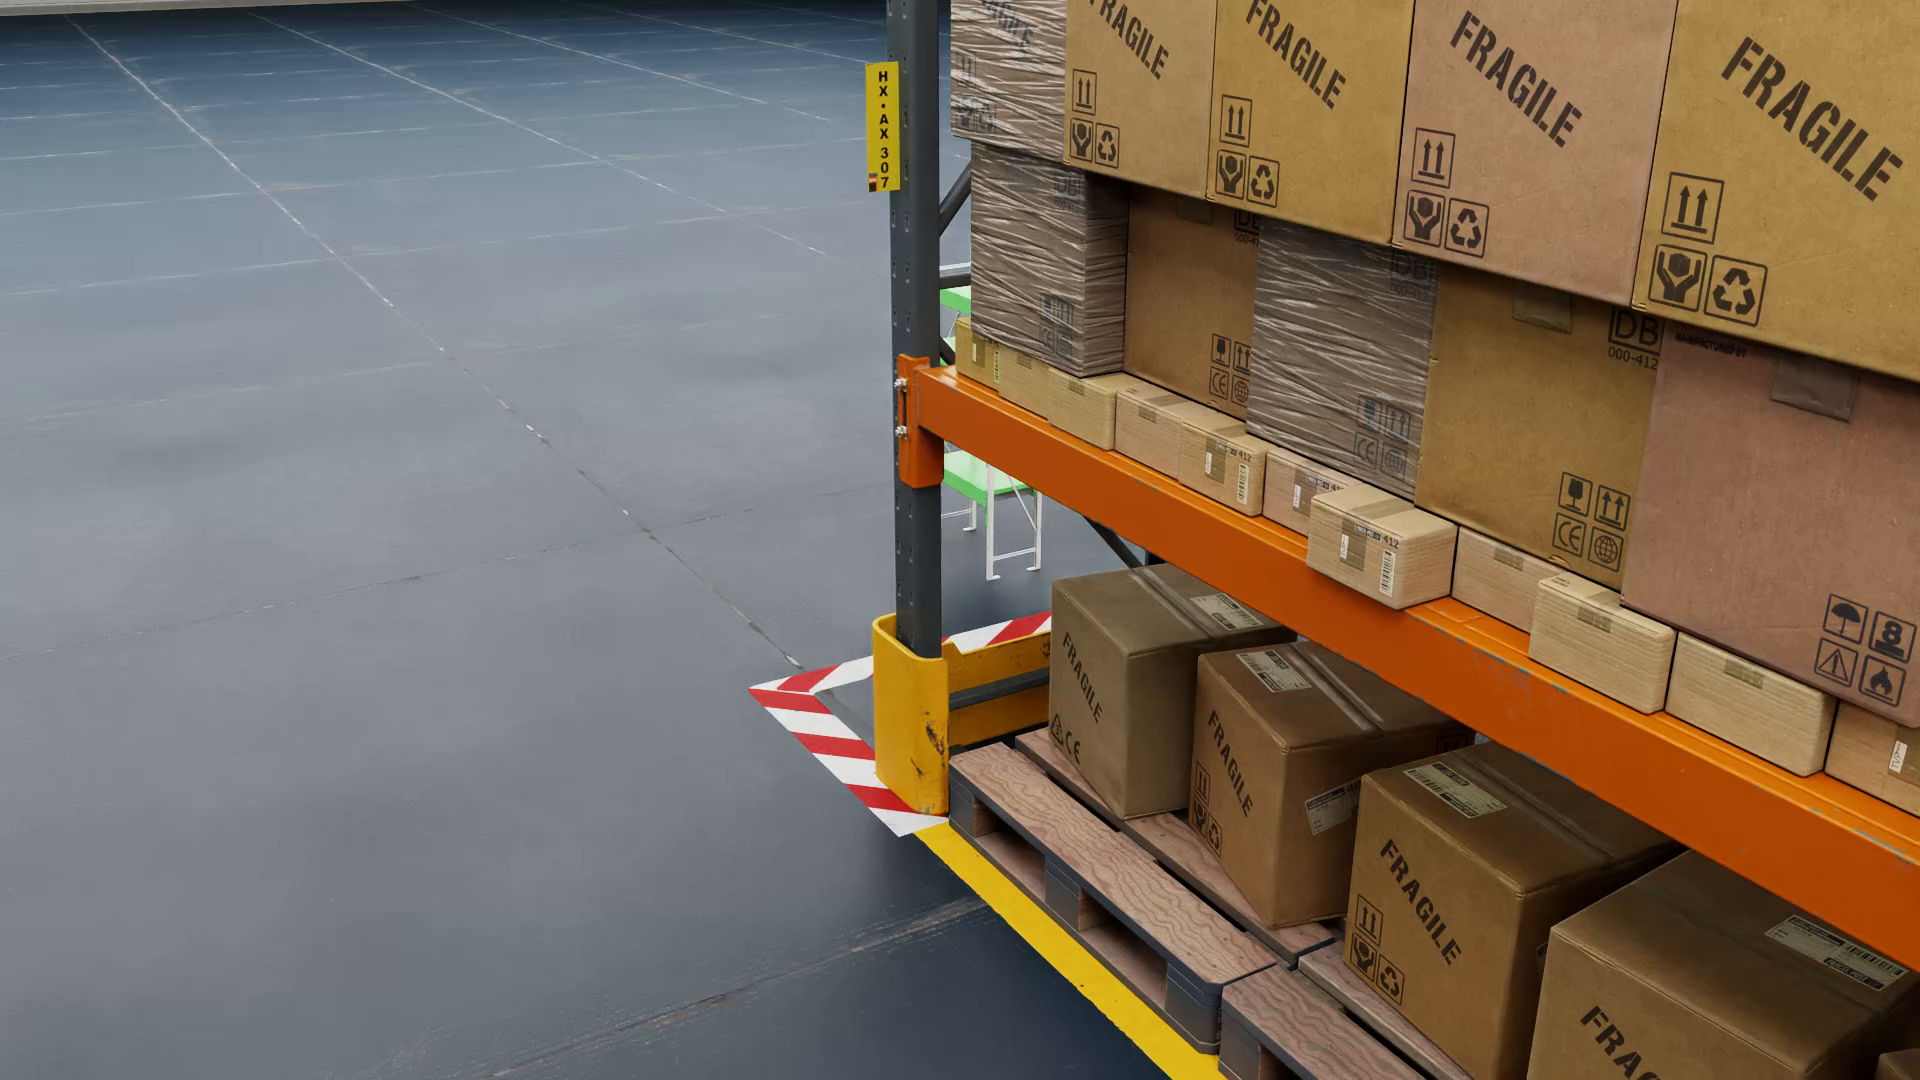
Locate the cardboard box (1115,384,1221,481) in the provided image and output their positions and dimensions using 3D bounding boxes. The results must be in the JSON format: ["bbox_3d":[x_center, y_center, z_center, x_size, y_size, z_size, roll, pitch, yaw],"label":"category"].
[{"bbox_3d":[0.583,-0.271,3.829,0.380,0.149,0.250,-13,25,-28],"label":"cardboard box"}]

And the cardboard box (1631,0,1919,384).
[{"bbox_3d":[1.336,-0.540,2.301,0.500,0.500,0.500,-13,25,-28],"label":"cardboard box"}]

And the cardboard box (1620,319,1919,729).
[{"bbox_3d":[1.570,-0.129,2.618,0.875,0.500,0.500,-13,25,-28],"label":"cardboard box"}]

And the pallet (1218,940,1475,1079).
[{"bbox_3d":[1.313,1.209,3.555,1.003,0.211,1.213,-13,25,-28],"label":"pallet"}]

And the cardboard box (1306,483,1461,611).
[{"bbox_3d":[0.894,-0.012,3.192,0.380,0.149,0.250,-13,25,-28],"label":"cardboard box"}]

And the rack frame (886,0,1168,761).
[{"bbox_3d":[0.270,-0.771,4.725,1.000,3.000,0.127,-13,25,-28],"label":"rack frame"}]

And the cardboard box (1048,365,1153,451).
[{"bbox_3d":[0.437,-0.348,4.018,0.380,0.149,0.250,-13,25,-28],"label":"cardboard box"}]

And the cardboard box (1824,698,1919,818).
[{"bbox_3d":[1.518,0.286,2.458,0.380,0.149,0.250,-13,25,-28],"label":"cardboard box"}]

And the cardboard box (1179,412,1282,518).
[{"bbox_3d":[0.704,-0.189,3.627,0.380,0.149,0.250,-13,25,-28],"label":"cardboard box"}]

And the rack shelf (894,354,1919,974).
[{"bbox_3d":[1.292,0.210,3.268,1.077,0.370,4.000,-13,25,-28],"label":"rack shelf"}]

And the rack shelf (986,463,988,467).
[{"bbox_3d":[0.085,-0.443,6.478,0.258,0.148,0.480,-13,25,-28],"label":"rack shelf"}]

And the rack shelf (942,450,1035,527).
[{"bbox_3d":[0.085,-0.221,6.568,0.258,0.148,0.480,-13,25,-28],"label":"rack shelf"}]

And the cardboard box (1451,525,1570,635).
[{"bbox_3d":[1.136,0.043,3.056,0.380,0.149,0.250,-13,25,-28],"label":"cardboard box"}]

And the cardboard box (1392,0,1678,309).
[{"bbox_3d":[1.084,-0.703,2.701,0.500,0.500,0.500,-13,25,-28],"label":"cardboard box"}]

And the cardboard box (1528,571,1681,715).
[{"bbox_3d":[1.198,0.139,2.820,0.380,0.149,0.250,-13,25,-28],"label":"cardboard box"}]

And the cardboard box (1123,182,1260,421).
[{"bbox_3d":[0.886,-0.633,3.858,0.875,0.500,0.500,-13,25,-28],"label":"cardboard box"}]

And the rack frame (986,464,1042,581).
[{"bbox_3d":[0.209,-0.423,6.259,0.240,1.200,0.015,-13,25,-28],"label":"rack frame"}]

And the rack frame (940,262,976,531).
[{"bbox_3d":[-0.040,-0.581,6.648,0.240,1.200,0.015,-13,25,-28],"label":"rack frame"}]

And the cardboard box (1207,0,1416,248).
[{"bbox_3d":[0.823,-0.863,3.096,0.500,0.500,0.500,-13,25,-28],"label":"cardboard box"}]

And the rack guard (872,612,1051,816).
[{"bbox_3d":[0.309,0.411,5.135,1.175,0.500,0.348,-13,25,-28],"label":"rack guard"}]

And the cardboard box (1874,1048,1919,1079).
[{"bbox_3d":[1.845,1.166,2.721,0.500,0.500,0.500,-5,23,-11],"label":"cardboard box"}]

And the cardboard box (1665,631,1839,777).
[{"bbox_3d":[1.355,0.213,2.638,0.380,0.149,0.250,-13,25,-28],"label":"cardboard box"}]

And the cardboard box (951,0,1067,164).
[{"bbox_3d":[0.317,-1.188,3.895,0.500,0.500,0.500,-13,25,-28],"label":"cardboard box"}]

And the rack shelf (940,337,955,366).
[{"bbox_3d":[0.085,-0.665,6.387,0.258,0.148,0.480,-13,25,-28],"label":"rack shelf"}]

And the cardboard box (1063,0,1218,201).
[{"bbox_3d":[0.566,-1.025,3.494,0.500,0.500,0.500,-13,25,-28],"label":"cardboard box"}]

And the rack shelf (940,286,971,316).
[{"bbox_3d":[0.085,-0.888,6.297,0.258,0.148,0.480,-13,25,-28],"label":"rack shelf"}]

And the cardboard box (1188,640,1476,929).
[{"bbox_3d":[0.910,0.585,4.152,0.500,0.500,0.500,-6,23,-14],"label":"cardboard box"}]

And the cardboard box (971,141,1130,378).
[{"bbox_3d":[0.528,-0.772,4.199,0.875,0.500,0.500,-13,25,-28],"label":"cardboard box"}]

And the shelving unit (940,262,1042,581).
[{"bbox_3d":[0.085,-0.502,6.454,0.258,1.200,0.503,-13,25,-28],"label":"shelving unit"}]

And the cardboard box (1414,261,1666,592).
[{"bbox_3d":[1.350,-0.299,3.035,0.875,0.500,0.500,-13,25,-28],"label":"cardboard box"}]

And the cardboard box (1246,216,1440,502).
[{"bbox_3d":[1.105,-0.463,3.439,0.875,0.500,0.500,-13,25,-28],"label":"cardboard box"}]

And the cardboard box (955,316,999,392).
[{"bbox_3d":[0.211,-0.517,4.433,0.380,0.149,0.250,-13,25,-28],"label":"cardboard box"}]

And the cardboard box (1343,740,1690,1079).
[{"bbox_3d":[1.213,0.791,3.644,0.500,0.500,0.500,-10,24,-23],"label":"cardboard box"}]

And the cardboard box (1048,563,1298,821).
[{"bbox_3d":[0.575,0.398,4.612,0.500,0.500,0.500,-8,23,-18],"label":"cardboard box"}]

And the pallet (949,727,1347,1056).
[{"bbox_3d":[0.694,0.815,4.526,1.003,0.211,1.213,-13,25,-28],"label":"pallet"}]

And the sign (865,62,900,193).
[{"bbox_3d":[-0.196,-1.068,4.305,0.100,0.325,0.005,-13,25,-28],"label":"sign"}]

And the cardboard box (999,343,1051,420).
[{"bbox_3d":[0.322,-0.432,4.224,0.380,0.149,0.250,-13,25,-28],"label":"cardboard box"}]

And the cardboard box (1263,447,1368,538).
[{"bbox_3d":[0.855,-0.113,3.440,0.380,0.149,0.250,-13,25,-28],"label":"cardboard box"}]

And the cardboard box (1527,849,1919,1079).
[{"bbox_3d":[1.460,0.980,3.178,0.500,0.500,0.500,-15,27,-33],"label":"cardboard box"}]
